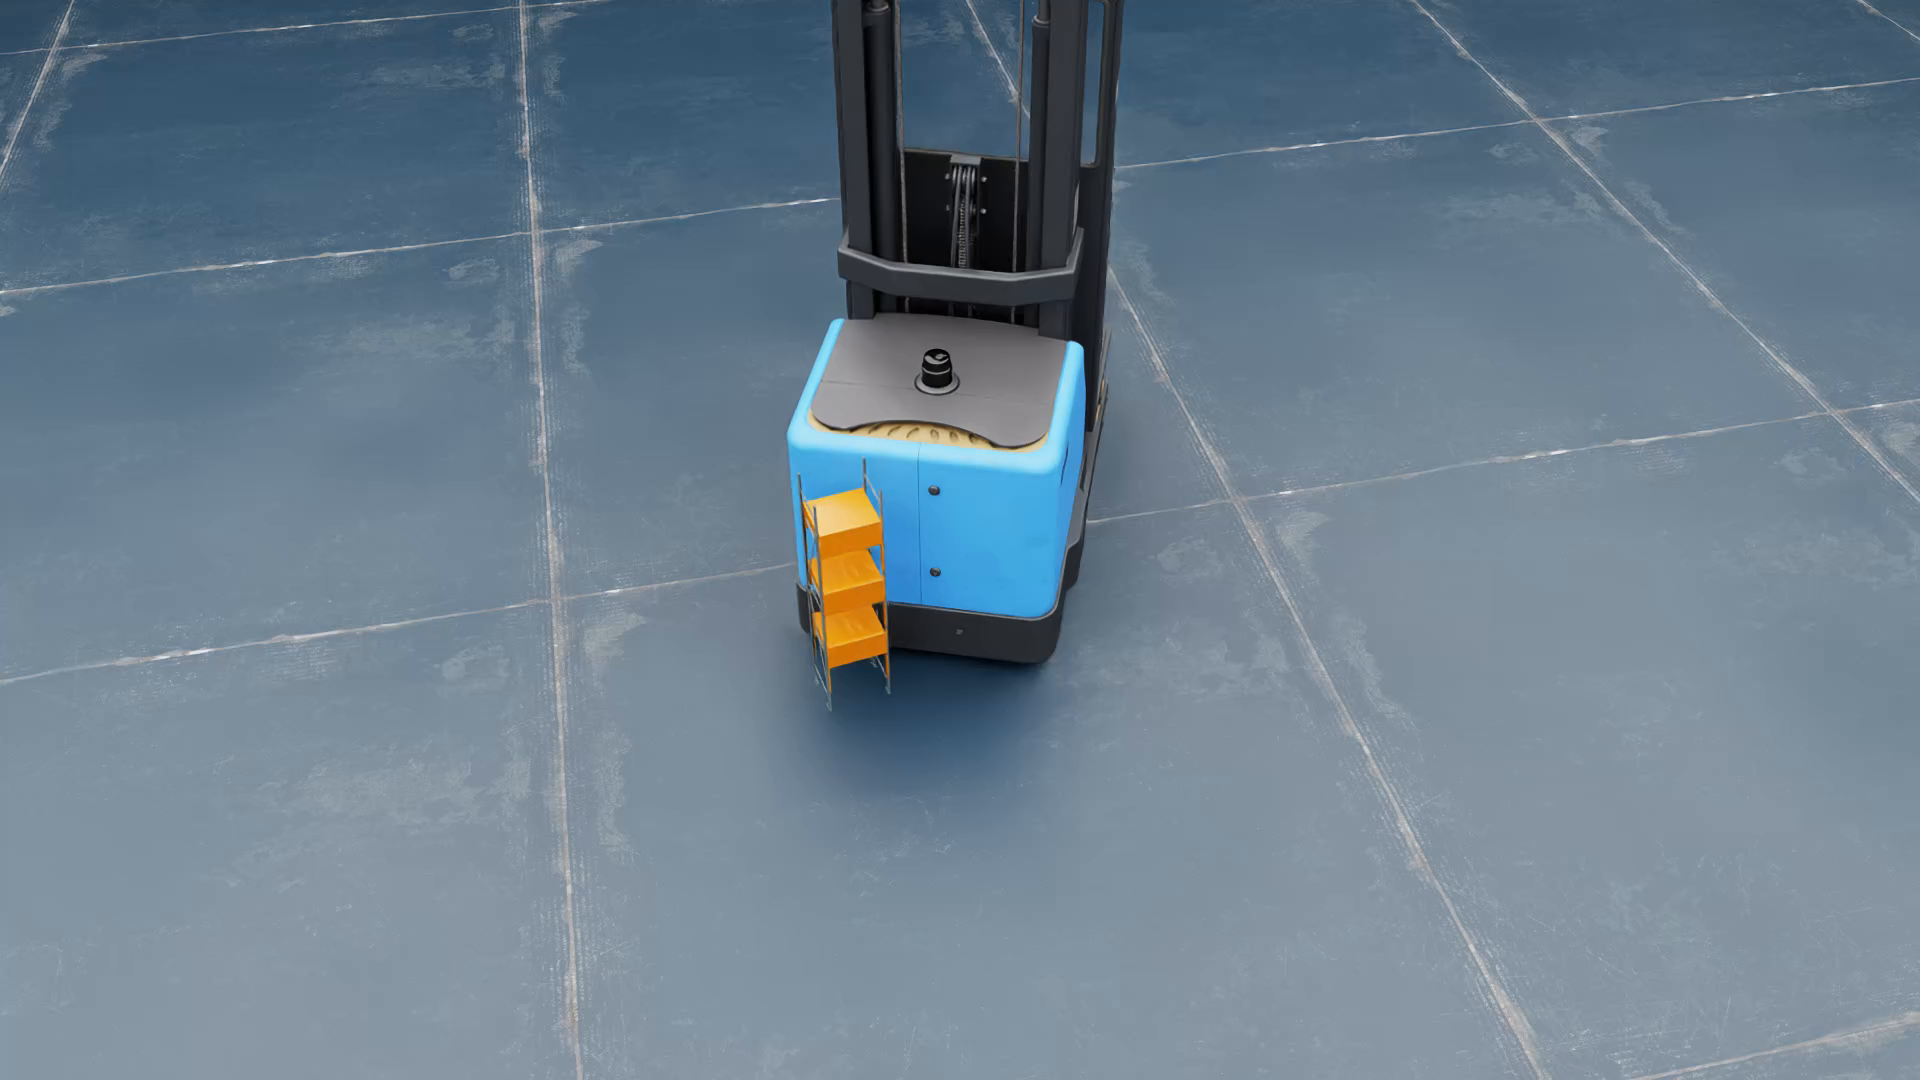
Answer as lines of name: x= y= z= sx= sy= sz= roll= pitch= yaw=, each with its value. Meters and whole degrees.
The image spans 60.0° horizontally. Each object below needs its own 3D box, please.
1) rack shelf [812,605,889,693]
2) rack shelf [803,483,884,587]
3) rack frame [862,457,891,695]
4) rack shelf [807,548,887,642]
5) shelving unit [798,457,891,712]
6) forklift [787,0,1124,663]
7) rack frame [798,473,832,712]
rack shelf: x=-0.427 y=0.402 z=6.441 sx=0.240 sy=0.259 sz=0.215 roll=-15 pitch=44 yaw=-16
rack shelf: x=-0.427 y=-0.018 z=6.068 sx=0.240 sy=0.259 sz=0.215 roll=-15 pitch=44 yaw=-16
rack frame: x=-0.313 y=0.156 z=6.283 sx=0.008 sy=1.050 sz=0.200 roll=-15 pitch=44 yaw=-16
rack shelf: x=-0.427 y=0.194 z=6.257 sx=0.240 sy=0.259 sz=0.215 roll=-15 pitch=44 yaw=-16
shelving unit: x=-0.427 y=0.186 z=6.250 sx=0.252 sy=1.050 sz=0.215 roll=-15 pitch=44 yaw=-16
forklift: x=0.103 y=-1.592 z=6.835 sx=1.130 sy=2.935 sz=3.031 roll=6 pitch=42 yaw=7
rack frame: x=-0.541 y=0.215 z=6.216 sx=0.008 sy=1.050 sz=0.200 roll=-15 pitch=44 yaw=-16
